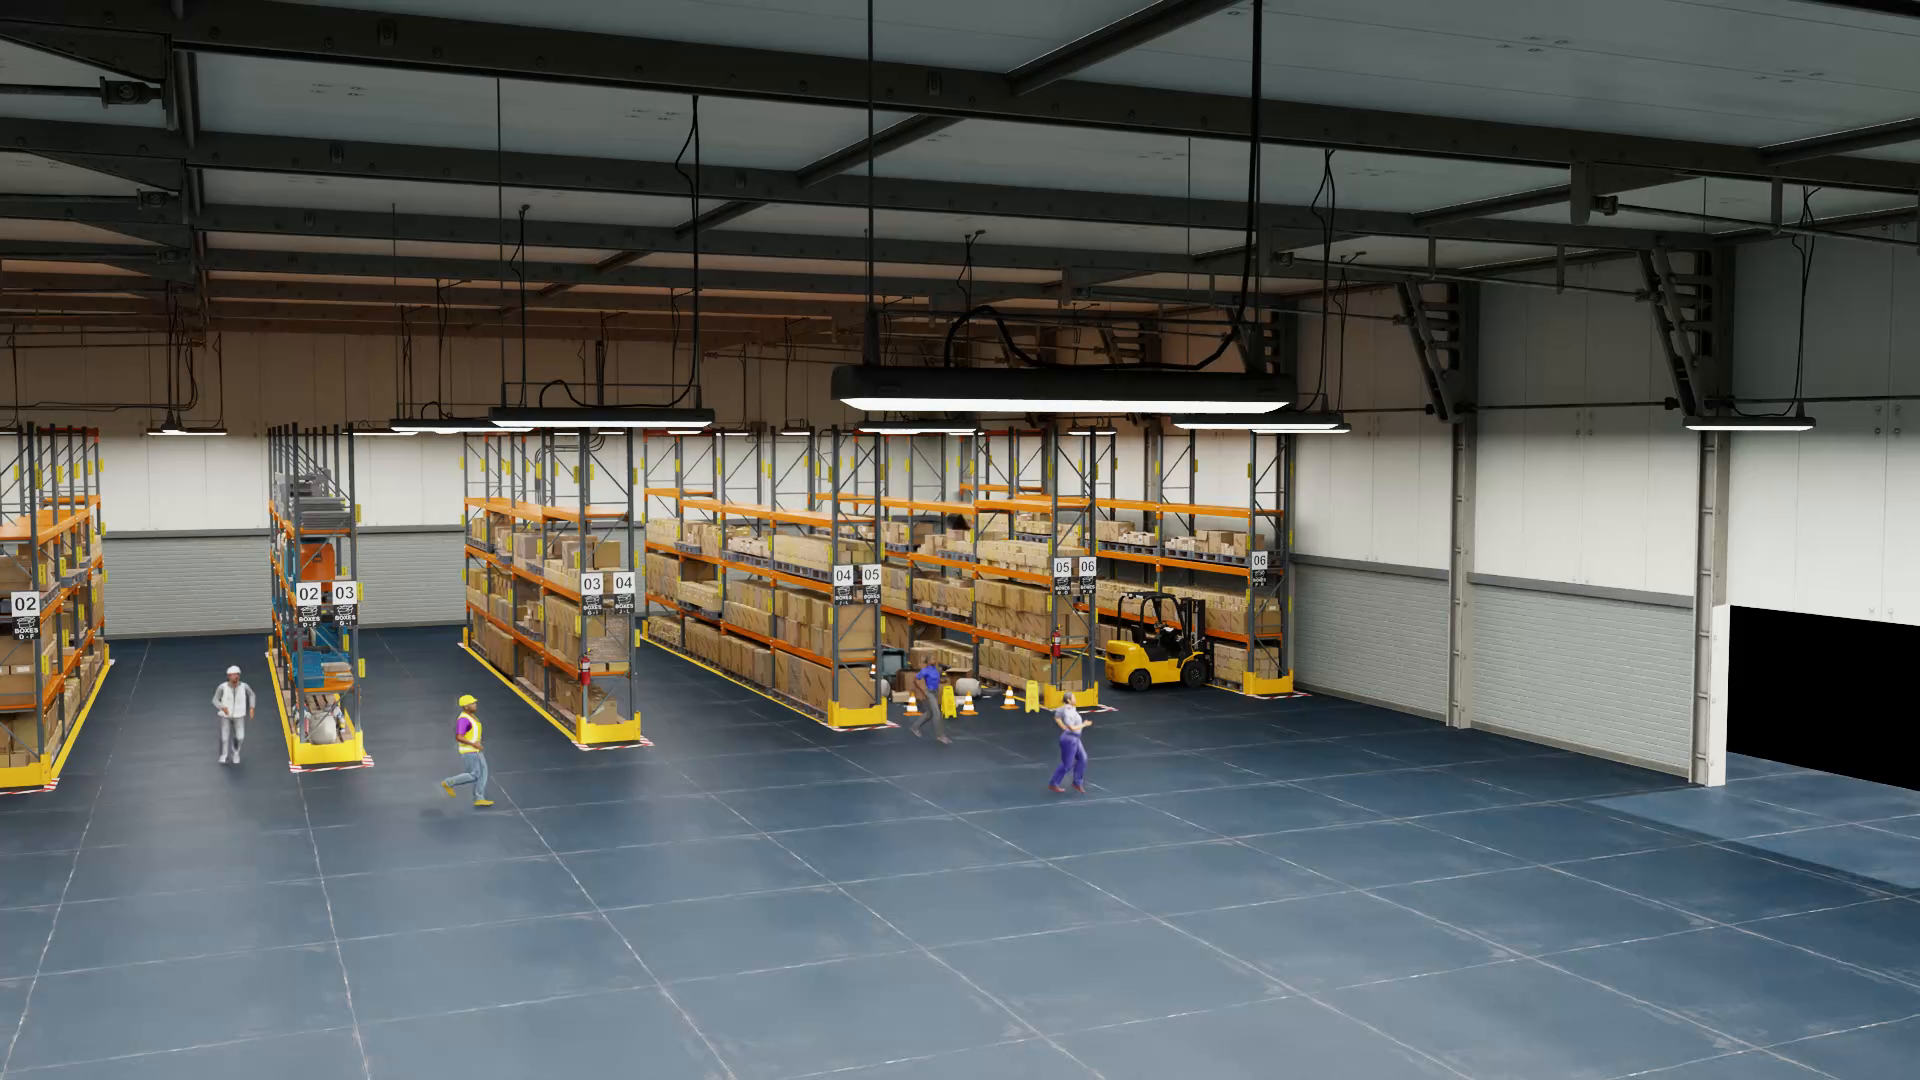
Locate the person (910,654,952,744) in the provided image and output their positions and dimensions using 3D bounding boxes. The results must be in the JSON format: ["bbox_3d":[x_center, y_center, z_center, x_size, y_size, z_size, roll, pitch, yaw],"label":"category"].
[{"bbox_3d":[-0.537,3.011,31.271,0.895,1.563,0.569,1,4,23],"label":"person"}]

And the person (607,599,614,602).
[{"bbox_3d":[-10.020,2.023,46.890,0.590,1.682,0.879,0,3,4],"label":"person"}]

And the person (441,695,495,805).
[{"bbox_3d":[-7.653,3.275,25.881,0.787,1.735,0.698,0,3,-3],"label":"person"}]

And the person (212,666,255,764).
[{"bbox_3d":[-12.712,3.072,29.141,0.714,1.737,0.620,-2,4,-29],"label":"person"}]

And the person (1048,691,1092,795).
[{"bbox_3d":[1.763,3.284,26.675,0.708,1.686,0.585,0,4,5],"label":"person"}]
